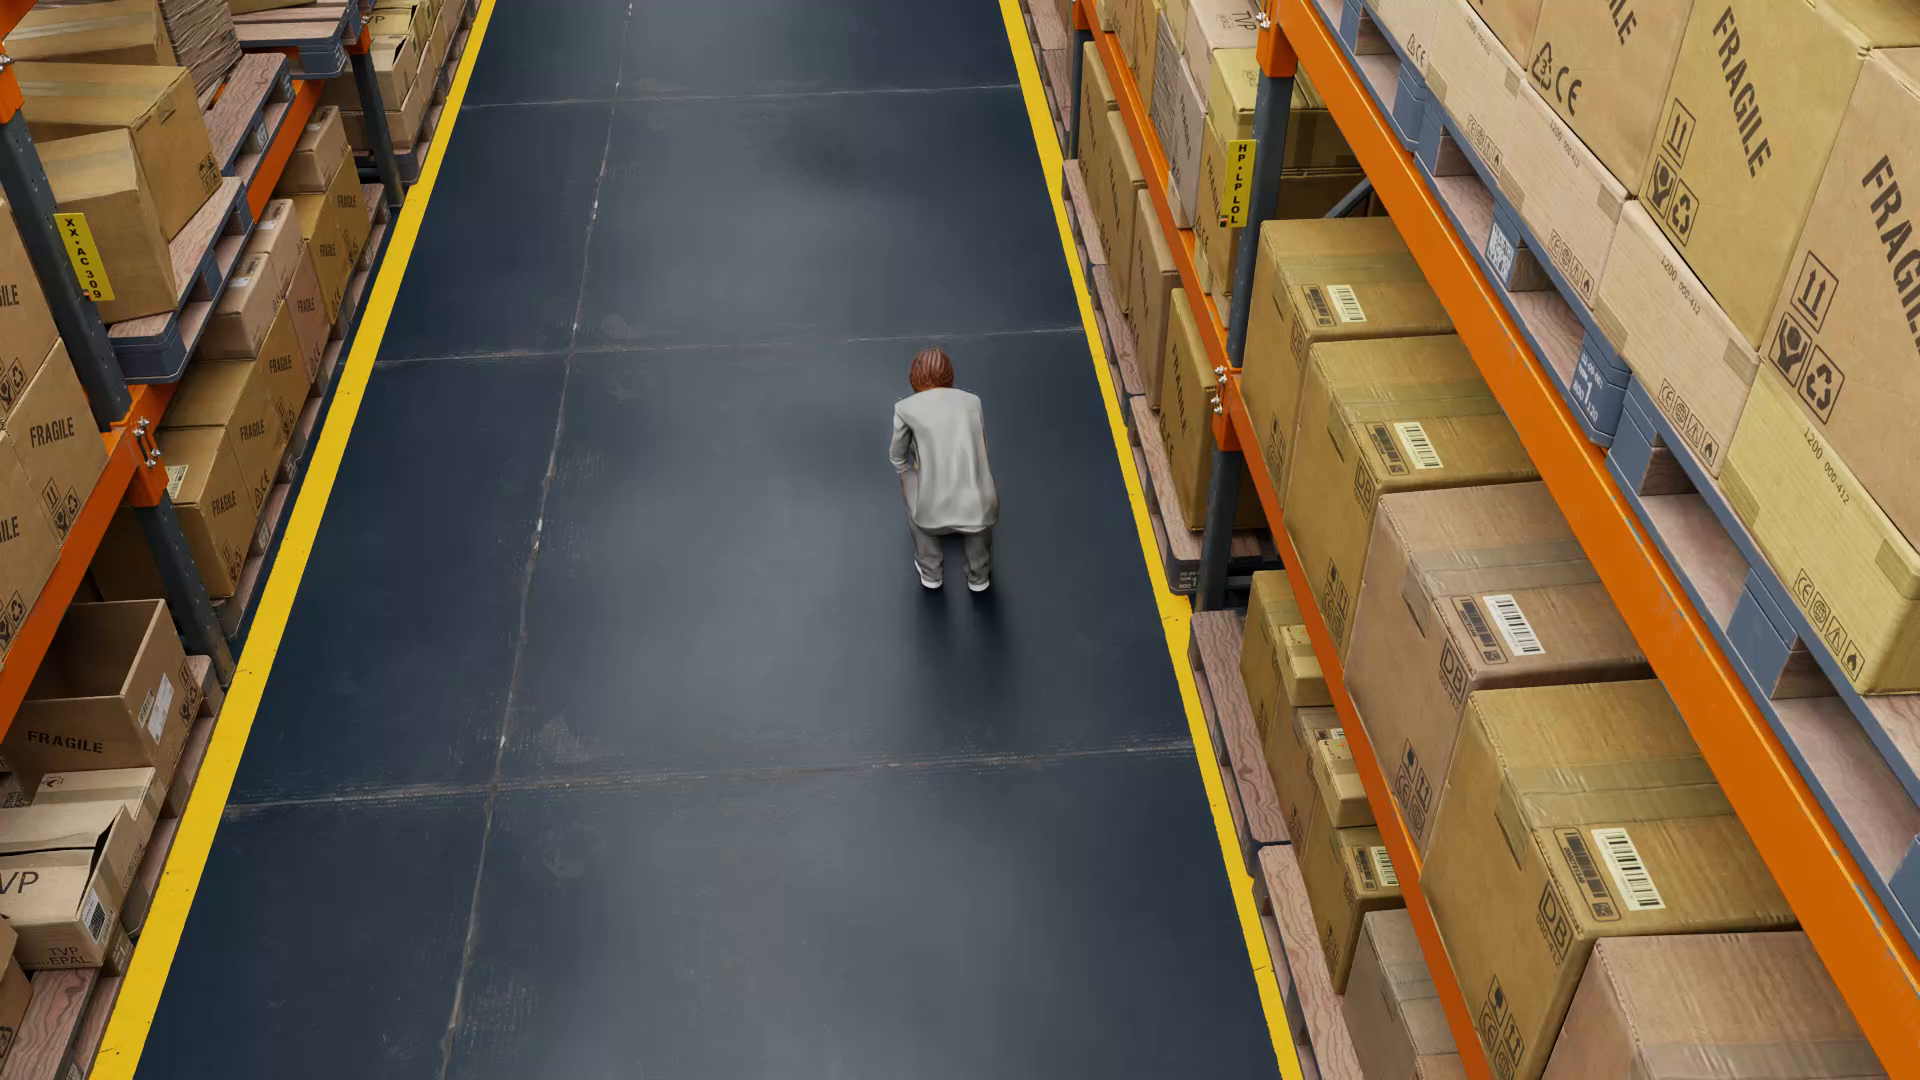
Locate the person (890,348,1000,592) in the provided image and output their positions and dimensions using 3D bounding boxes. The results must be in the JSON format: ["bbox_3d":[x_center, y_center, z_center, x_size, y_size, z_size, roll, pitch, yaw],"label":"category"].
[{"bbox_3d":[-0.063,-0.246,7.010,0.449,0.898,0.792,-3,40,-3],"label":"person"}]
